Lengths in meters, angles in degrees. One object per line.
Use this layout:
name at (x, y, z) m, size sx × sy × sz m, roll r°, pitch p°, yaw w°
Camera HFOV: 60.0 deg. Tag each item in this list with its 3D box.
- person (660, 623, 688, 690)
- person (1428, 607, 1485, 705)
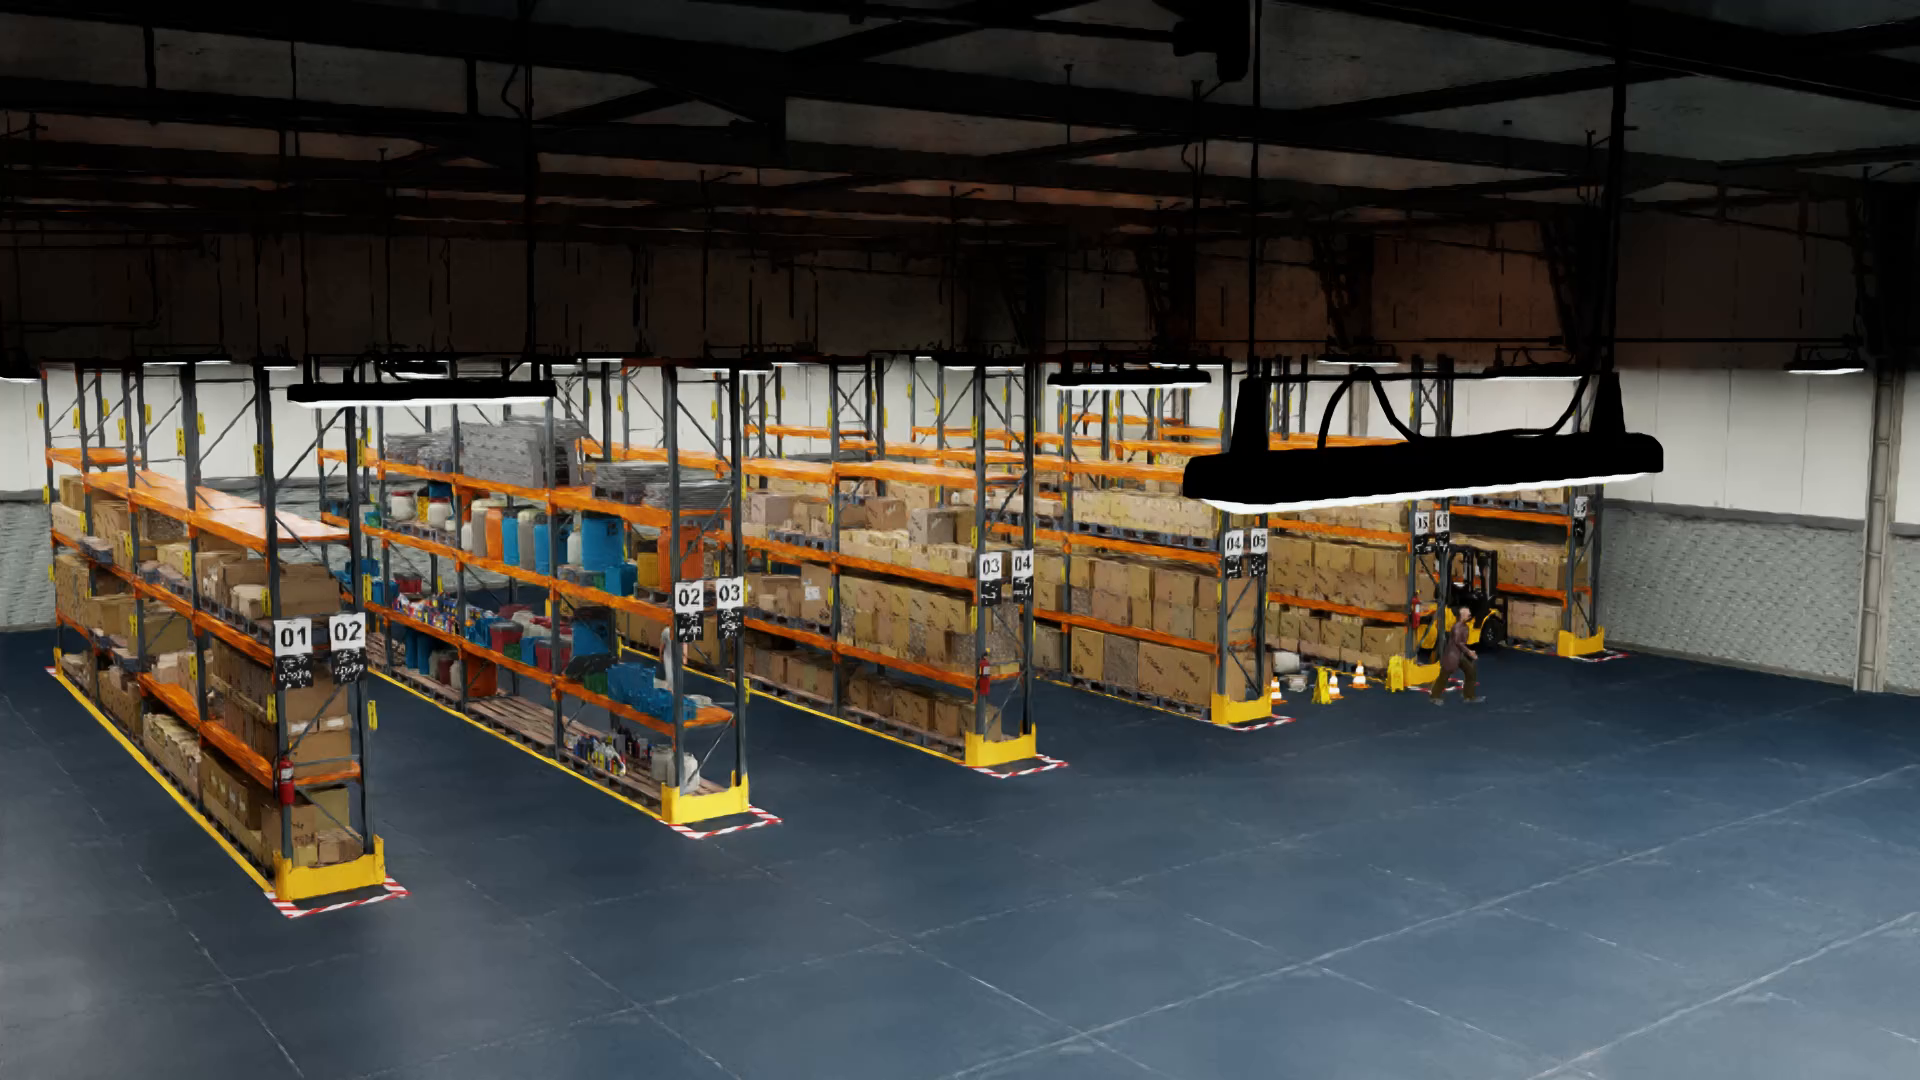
person at (-4.975, 2.049, 28.957) m, size 0.445 × 1.605 × 1.017 m, roll -4°, pitch 8°, yaw -28°
person at (8.627, 2.006, 28.904) m, size 0.850 × 1.722 × 0.728 m, roll 5°, pitch 8°, yaw 34°
